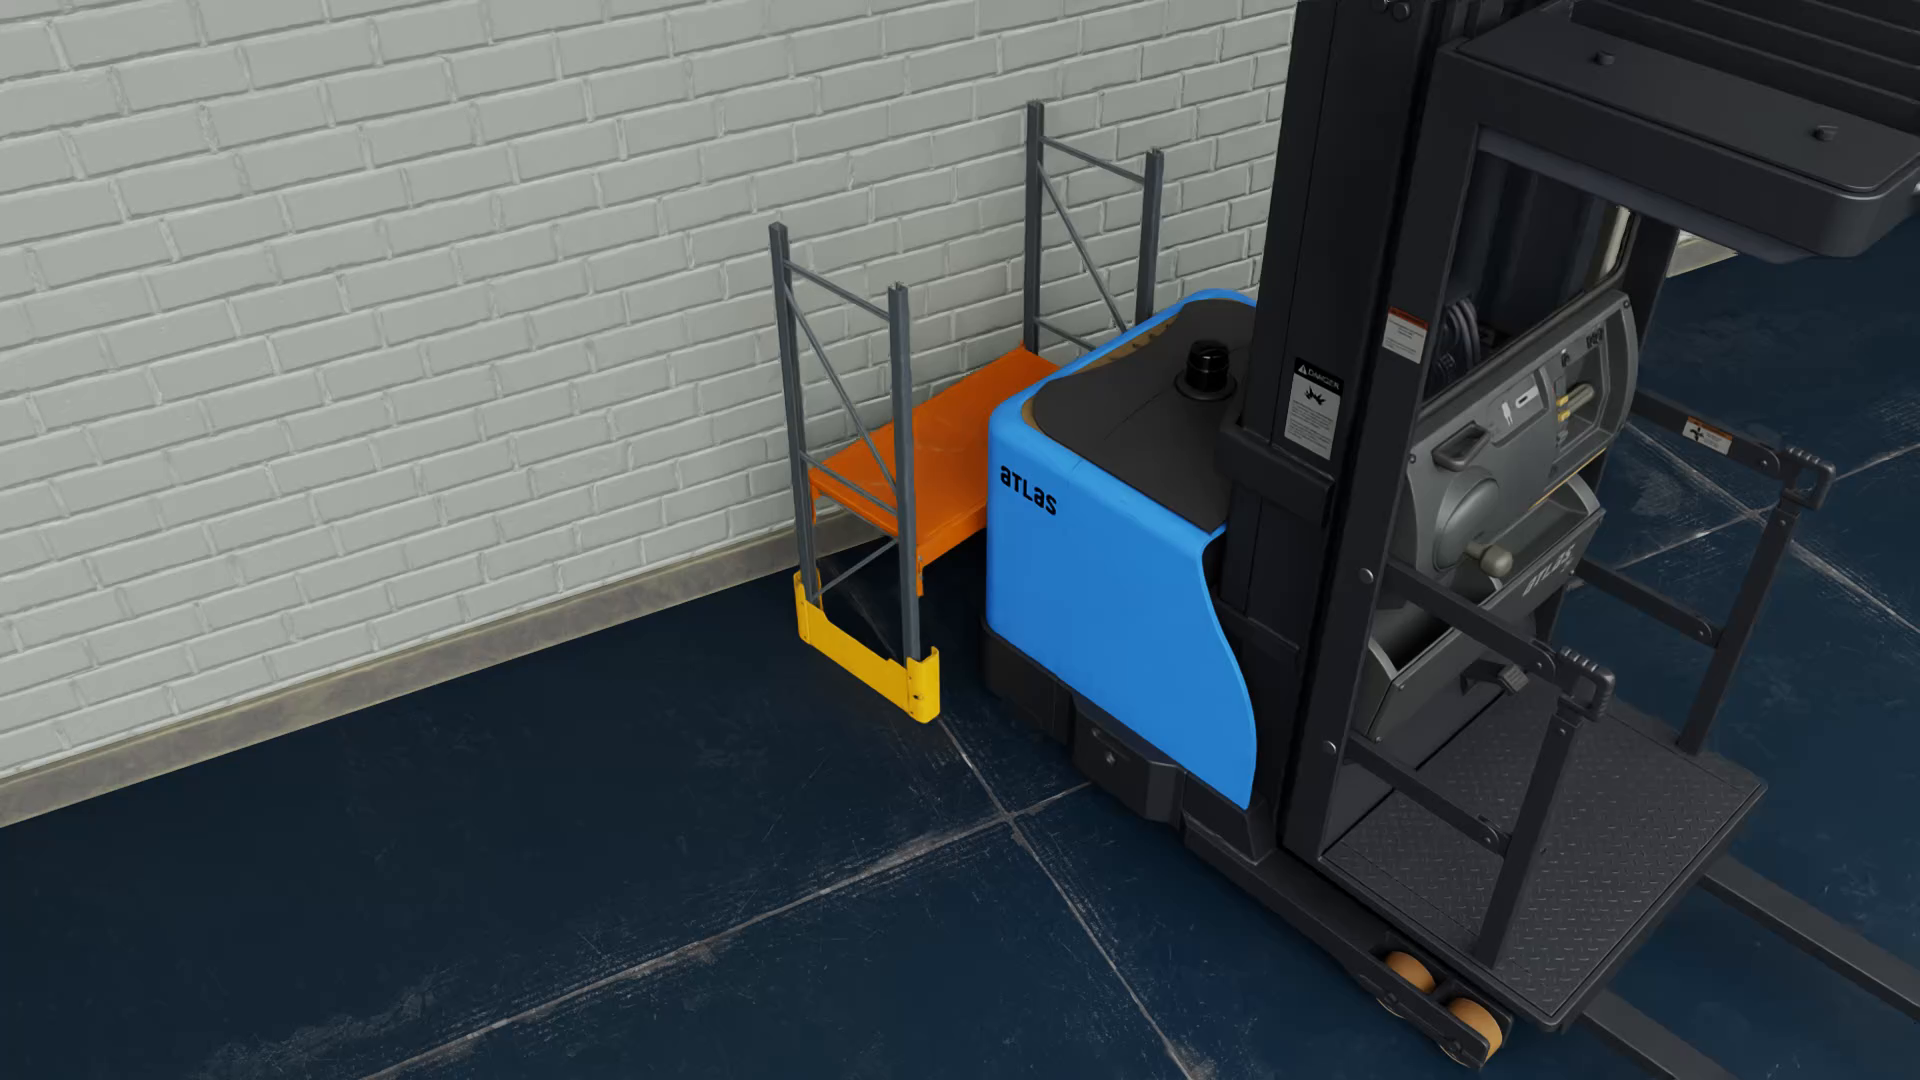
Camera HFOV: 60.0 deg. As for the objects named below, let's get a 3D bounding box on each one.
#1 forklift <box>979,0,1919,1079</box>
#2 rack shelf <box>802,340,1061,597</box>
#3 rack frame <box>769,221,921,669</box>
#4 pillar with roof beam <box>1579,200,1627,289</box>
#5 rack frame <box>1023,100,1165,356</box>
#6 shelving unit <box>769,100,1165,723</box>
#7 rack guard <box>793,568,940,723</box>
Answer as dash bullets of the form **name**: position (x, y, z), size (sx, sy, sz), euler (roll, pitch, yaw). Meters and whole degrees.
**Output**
- **forklift**: position (1.440, -0.178, 3.692), size (1.130, 2.935, 3.031), euler (-32, 49, -32)
- **rack shelf**: position (0.045, -0.249, 5.149), size (0.538, 0.185, 1.000), euler (32, 49, 33)
- **rack frame**: position (-0.311, -0.153, 4.756), size (0.500, 1.500, 0.032), euler (32, 49, 33)
- **pillar with roof beam**: position (4.240, -1.741, 0.841), size (0.400, 9.000, 9.100), euler (-19, 44, -21)
- **rack frame**: position (0.398, -0.622, 5.313), size (0.500, 1.500, 0.032), euler (32, 49, 33)
- **shelving unit**: position (0.049, -0.392, 5.039), size (0.587, 1.500, 1.083), euler (32, 49, 33)
- **rack guard**: position (-0.292, 0.320, 5.165), size (0.587, 0.250, 0.087), euler (32, 49, 33)
